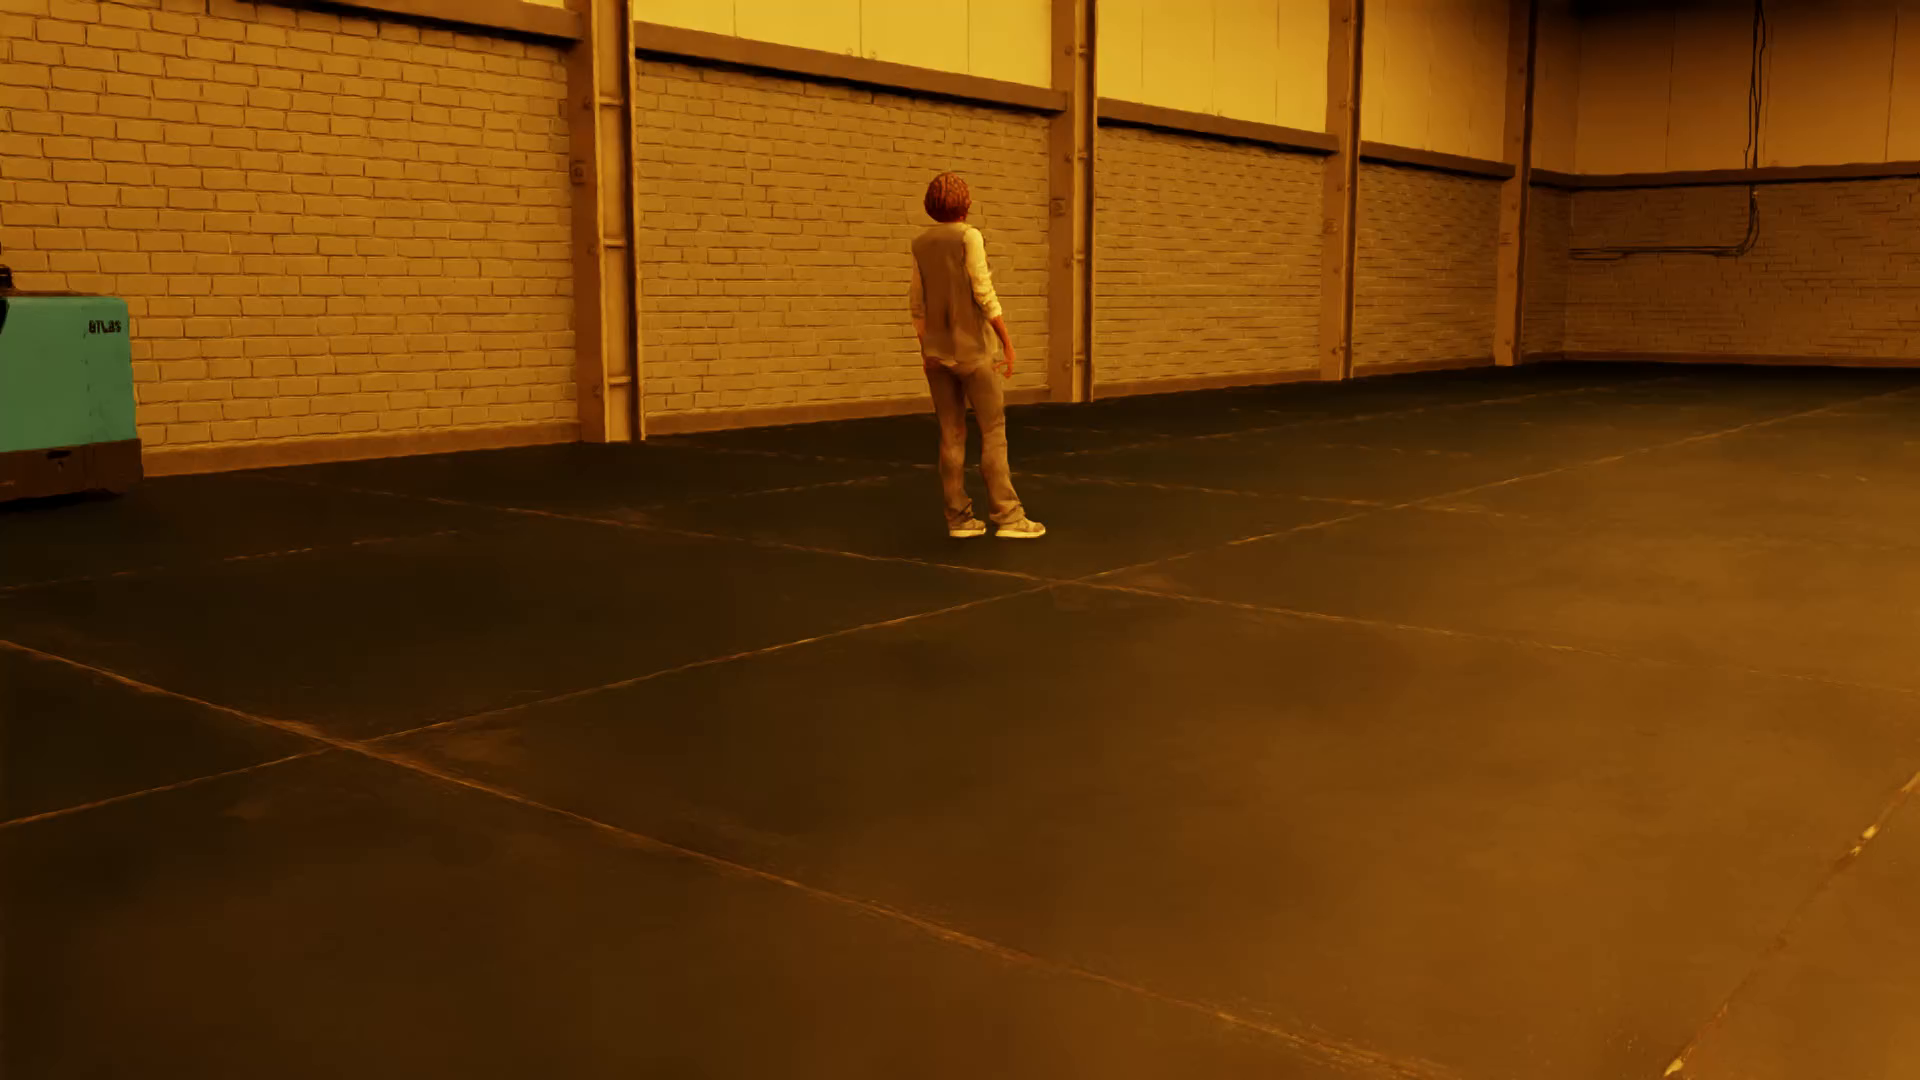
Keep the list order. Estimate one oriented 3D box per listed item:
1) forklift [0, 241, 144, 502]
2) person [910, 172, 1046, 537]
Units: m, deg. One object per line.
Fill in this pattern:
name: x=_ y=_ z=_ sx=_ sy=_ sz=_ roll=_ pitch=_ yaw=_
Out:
forklift: x=-5.411 y=-1.518 z=7.659 sx=1.130 sy=2.935 sz=3.031 roll=3 pitch=9 yaw=19
person: x=0.057 y=-0.804 z=7.337 sx=0.521 sy=1.597 sz=0.474 roll=7 pitch=11 yaw=38
